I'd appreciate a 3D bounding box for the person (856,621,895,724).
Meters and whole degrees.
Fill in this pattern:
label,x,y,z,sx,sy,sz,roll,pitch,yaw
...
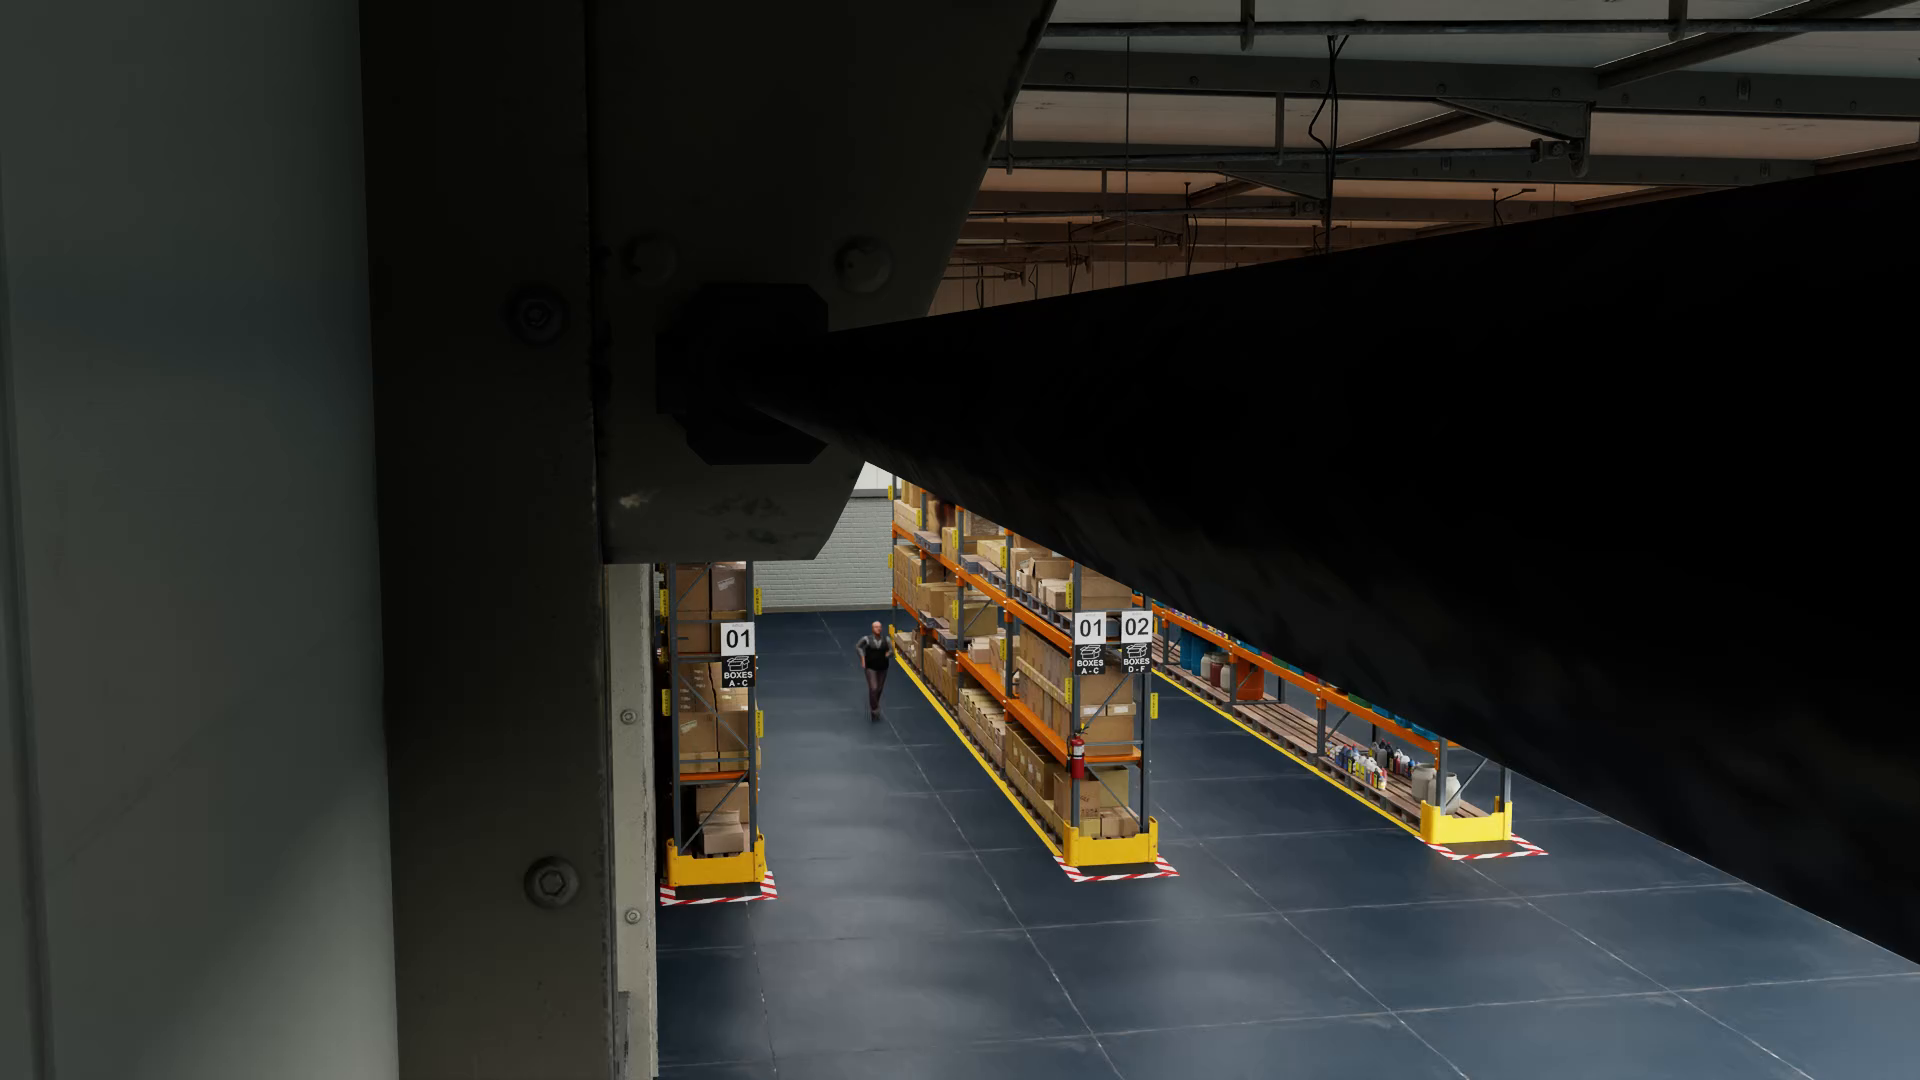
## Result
label,x,y,z,sx,sy,sz,roll,pitch,yaw
person,-1.470,2.316,29.301,0.642,1.785,0.799,-2,7,-20

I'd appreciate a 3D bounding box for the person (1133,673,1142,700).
label,x,y,z,sx,sy,sz,roll,pitch,yaw
person,3.279,2.179,30.752,0.518,1.679,0.887,-1,6,-10
